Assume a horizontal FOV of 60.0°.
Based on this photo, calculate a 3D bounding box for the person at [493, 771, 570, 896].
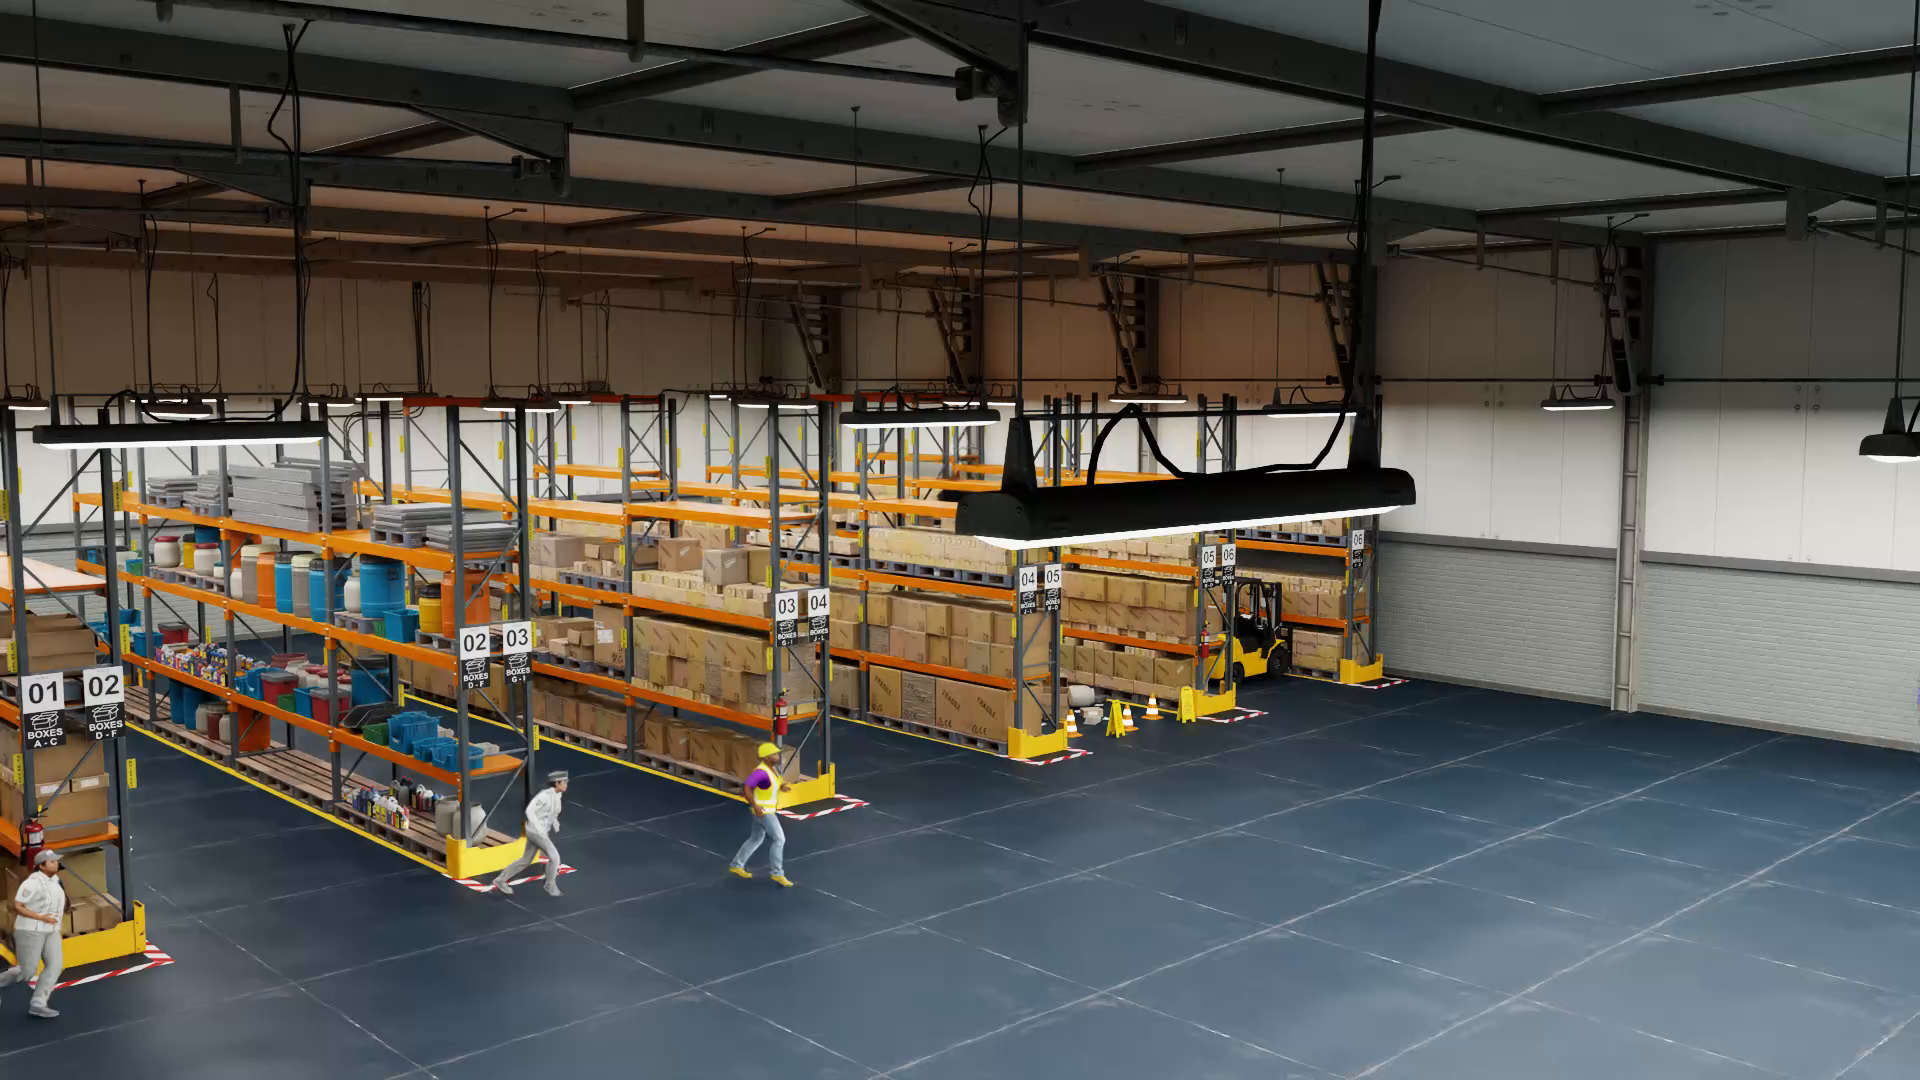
[{"bbox_3d":[-5.250,3.620,20.400,0.945,1.600,0.630,0,6,3],"label":"person"}]

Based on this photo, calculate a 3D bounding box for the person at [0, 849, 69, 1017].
[{"bbox_3d":[-9.333,3.932,16.759,0.768,1.606,0.666,1,6,8],"label":"person"}]

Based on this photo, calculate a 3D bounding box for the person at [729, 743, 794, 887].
[{"bbox_3d":[-2.502,3.434,20.859,0.807,1.815,0.682,-1,6,-7],"label":"person"}]
